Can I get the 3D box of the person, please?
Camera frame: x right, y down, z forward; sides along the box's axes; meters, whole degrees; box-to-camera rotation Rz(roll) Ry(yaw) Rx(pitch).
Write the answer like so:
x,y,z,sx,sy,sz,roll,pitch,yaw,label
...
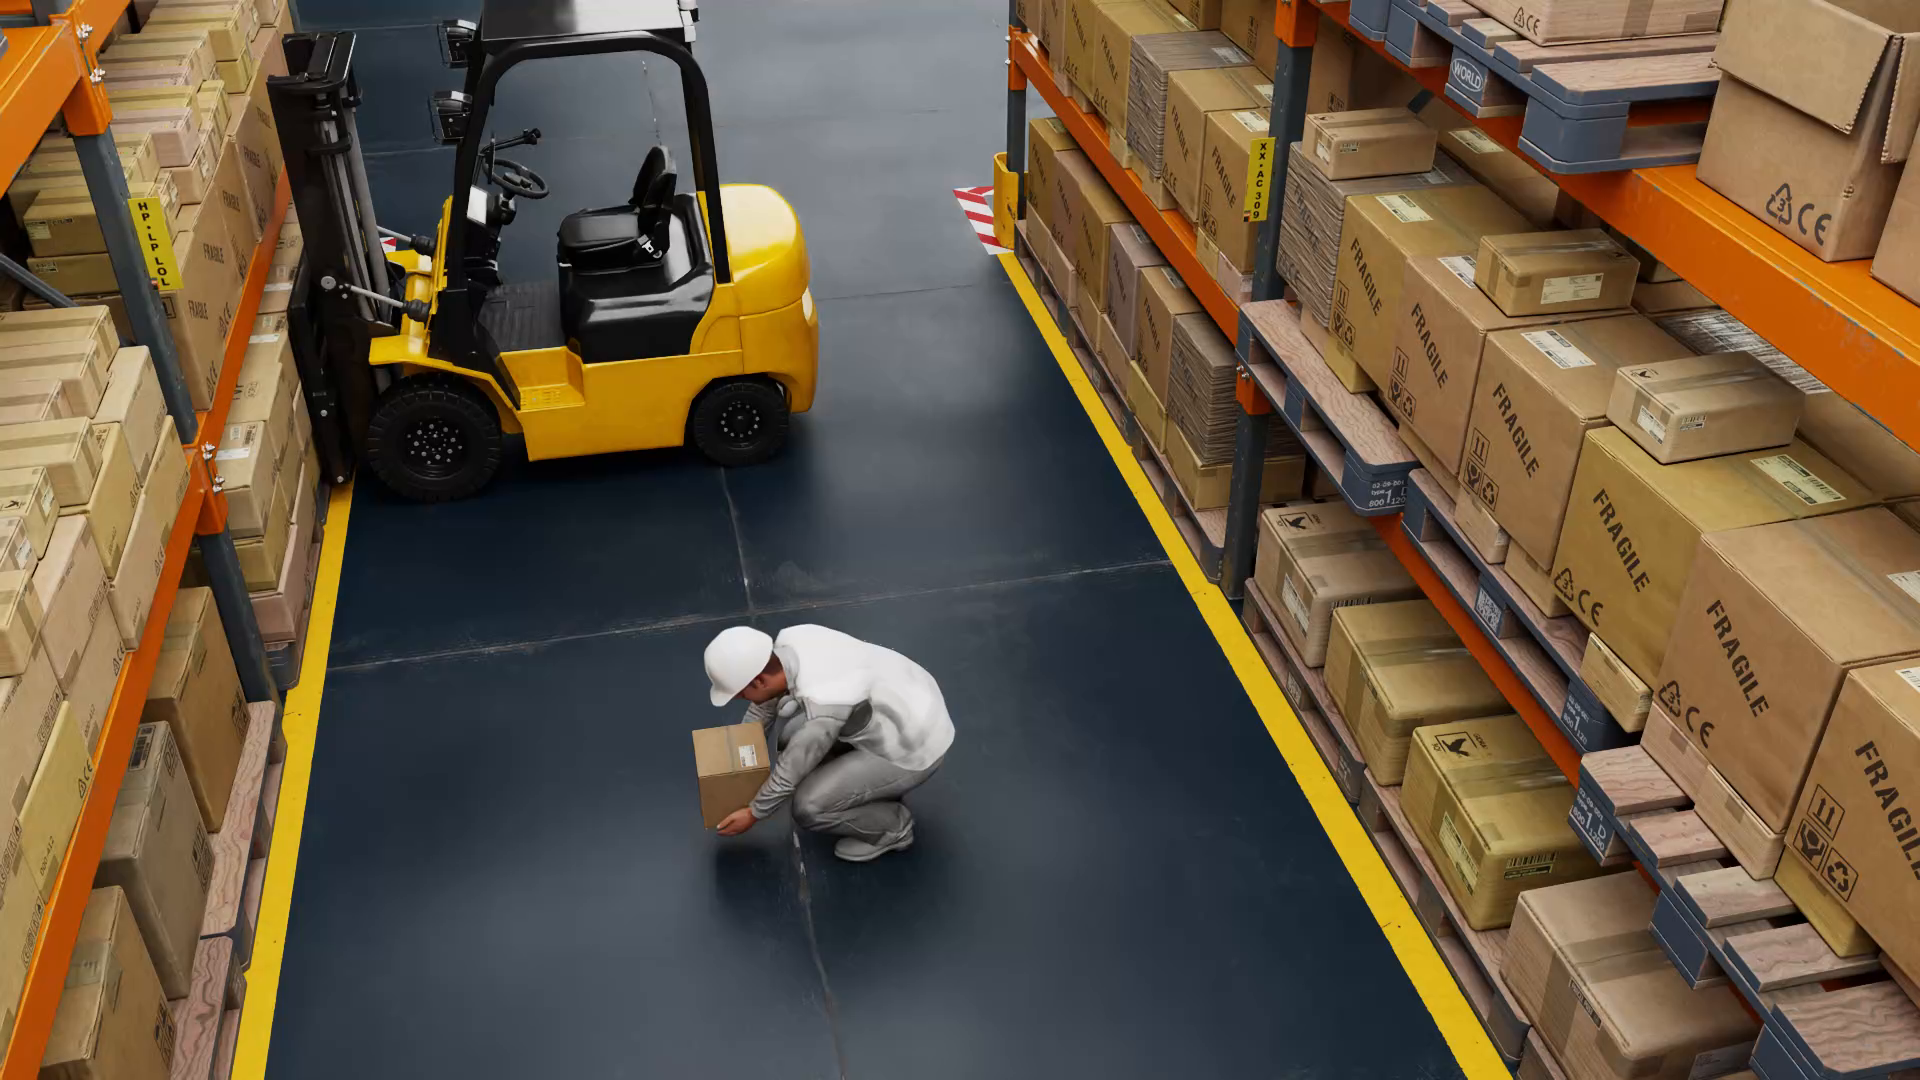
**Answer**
x,y,z,sx,sy,sz,roll,pitch,yaw,label
-0.461,0.656,5.844,0.873,1.005,0.537,-7,35,-10,person
